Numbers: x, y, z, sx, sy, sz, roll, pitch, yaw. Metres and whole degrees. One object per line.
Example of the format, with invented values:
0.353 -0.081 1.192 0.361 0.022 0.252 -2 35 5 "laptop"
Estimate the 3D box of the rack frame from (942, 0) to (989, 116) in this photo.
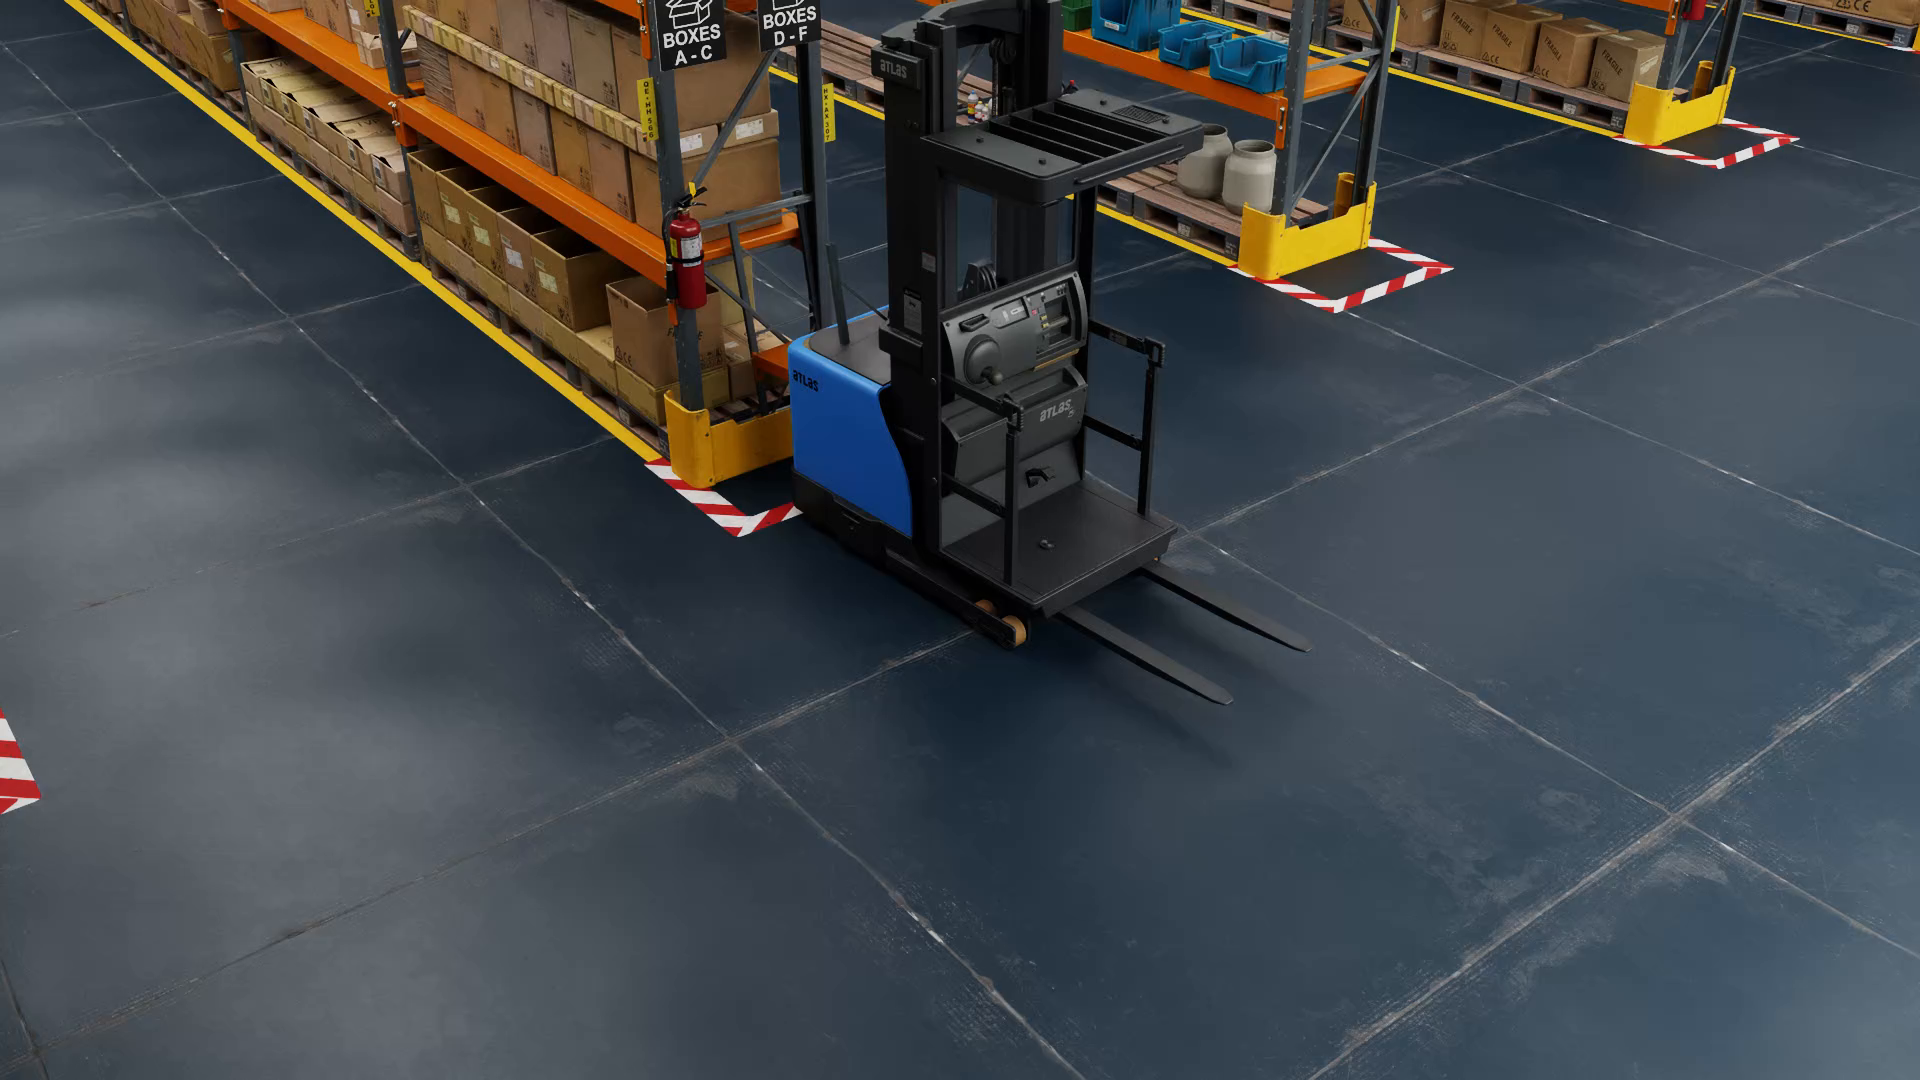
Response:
0.267 -5.099 14.617 1.000 3.000 0.127 -22 38 -31 "rack frame"

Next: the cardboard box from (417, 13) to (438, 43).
-3.482 -3.537 11.392 0.380 0.149 0.250 -22 38 -31 "cardboard box"

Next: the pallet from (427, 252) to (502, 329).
-3.193 -1.968 12.219 1.003 0.211 1.213 -22 38 -31 "pallet"

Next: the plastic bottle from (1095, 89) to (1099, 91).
1.206 -3.771 14.572 0.144 0.351 0.185 -23 38 -32 "plastic bottle"

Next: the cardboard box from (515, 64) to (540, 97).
-2.533 -2.892 10.354 0.380 0.149 0.250 -23 38 -32 "cardboard box"

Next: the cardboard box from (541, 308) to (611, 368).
-2.381 -1.381 10.839 0.500 0.250 0.500 -22 38 -31 "cardboard box"

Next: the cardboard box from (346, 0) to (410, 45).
-4.429 -4.085 12.890 0.500 0.500 0.500 -19 37 -28 "cardboard box"

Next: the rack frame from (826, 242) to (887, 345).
-0.413 -0.956 9.075 0.500 1.500 0.032 -25 33 -30 "rack frame"

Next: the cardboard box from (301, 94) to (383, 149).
-5.056 -3.457 13.649 0.500 0.311 0.500 -23 38 -32 "cardboard box"

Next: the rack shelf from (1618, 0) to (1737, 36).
5.406 -5.562 16.044 1.077 0.370 4.000 -22 38 -31 "rack shelf"

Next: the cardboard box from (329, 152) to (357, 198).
-4.754 -3.012 13.464 0.500 0.250 0.500 -21 38 -30 "cardboard box"

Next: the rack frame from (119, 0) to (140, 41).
-8.553 -6.832 17.407 1.000 3.000 0.127 -22 38 -31 "rack frame"

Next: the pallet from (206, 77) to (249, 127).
-6.529 -4.304 15.979 1.003 0.211 1.213 -22 38 -31 "pallet"

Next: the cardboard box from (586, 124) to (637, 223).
-1.797 -2.289 9.998 0.700 0.500 0.500 -21 38 -30 "cardboard box"

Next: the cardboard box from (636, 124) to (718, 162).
-1.580 -2.246 9.314 0.380 0.149 0.250 -23 39 -32 "cardboard box"

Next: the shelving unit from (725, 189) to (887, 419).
-0.731 -1.116 9.451 0.587 1.500 1.083 -25 33 -30 "shelving unit"

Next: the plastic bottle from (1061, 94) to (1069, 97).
0.906 -3.815 14.714 0.152 0.276 0.135 -22 38 -31 "plastic bottle"

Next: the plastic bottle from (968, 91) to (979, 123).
0.116 -3.852 14.778 0.097 0.271 0.097 0 32 0 "plastic bottle"

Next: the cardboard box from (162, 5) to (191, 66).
-7.503 -5.036 16.468 0.500 0.500 0.500 -24 39 -33 "cardboard box"

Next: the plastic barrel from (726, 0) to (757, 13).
-2.499 -6.221 18.082 0.600 0.830 0.708 -22 38 -31 "plastic barrel"

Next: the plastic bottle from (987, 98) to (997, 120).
0.336 -3.728 14.574 0.152 0.276 0.135 -21 37 -30 "plastic bottle"

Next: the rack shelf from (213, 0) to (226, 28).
-7.327 -5.693 16.255 1.077 0.370 4.000 -22 38 -31 "rack shelf"

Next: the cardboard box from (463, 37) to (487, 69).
-3.009 -3.216 10.875 0.380 0.149 0.250 -24 39 -33 "cardboard box"

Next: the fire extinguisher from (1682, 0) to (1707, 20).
6.339 -4.805 14.216 0.296 0.674 0.183 -22 38 -31 "fire extinguisher"

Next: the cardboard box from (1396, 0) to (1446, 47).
4.751 -5.402 17.076 0.500 0.500 0.500 -11 33 -16 "cardboard box"

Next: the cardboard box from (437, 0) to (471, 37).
-3.060 -3.698 11.037 0.700 0.500 0.500 -22 38 -32 "cardboard box"

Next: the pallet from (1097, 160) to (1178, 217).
1.399 -3.112 14.061 1.003 0.211 1.213 -22 38 -31 "pallet"

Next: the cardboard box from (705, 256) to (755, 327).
-1.656 -1.663 10.582 0.500 0.500 0.500 -22 38 -31 "cardboard box"

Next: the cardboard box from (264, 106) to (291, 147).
-5.702 -3.653 14.496 0.500 0.250 0.500 -23 39 -33 "cardboard box"

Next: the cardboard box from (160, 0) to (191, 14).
-7.528 -5.369 16.294 0.500 0.250 0.500 -23 39 -32 "cardboard box"

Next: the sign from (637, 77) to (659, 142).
-1.632 -2.254 8.713 0.100 0.325 0.005 -22 38 -31 "sign"

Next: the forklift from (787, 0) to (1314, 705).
0.426 -1.004 8.089 1.130 2.935 3.031 -26 40 -35 "forklift"

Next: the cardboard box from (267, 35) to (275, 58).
-6.479 -4.788 16.069 0.500 0.500 0.500 -24 39 -33 "cardboard box"

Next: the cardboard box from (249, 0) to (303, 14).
-5.705 -4.692 14.045 0.500 0.311 0.500 -23 38 -32 "cardboard box"

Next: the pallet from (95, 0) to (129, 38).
-8.974 -5.934 18.604 1.003 0.211 1.213 -22 38 -31 "pallet"

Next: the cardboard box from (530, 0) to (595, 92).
-2.140 -3.072 10.029 0.700 0.500 0.500 -22 38 -31 "cardboard box"

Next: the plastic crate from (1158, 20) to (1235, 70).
1.783 -3.753 12.590 0.499 0.251 0.408 -22 38 -31 "plastic crate"

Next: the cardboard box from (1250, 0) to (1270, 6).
3.543 -6.294 18.493 0.700 0.500 0.500 -23 38 -32 "cardboard box"

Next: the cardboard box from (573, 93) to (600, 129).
-2.051 -2.567 9.831 0.380 0.149 0.250 -22 38 -31 "cardboard box"

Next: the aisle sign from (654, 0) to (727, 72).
-1.387 -2.813 8.472 0.394 0.787 0.004 -22 38 -31 "aisle sign"

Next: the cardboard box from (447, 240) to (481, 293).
-3.300 -2.007 11.846 0.500 0.250 0.500 -22 38 -31 "cardboard box"

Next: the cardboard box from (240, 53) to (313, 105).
-6.011 -4.100 14.685 0.500 0.311 0.500 -21 37 -30 "cardboard box"

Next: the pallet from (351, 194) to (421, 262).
-4.130 -2.608 13.249 1.003 0.211 1.213 -22 38 -31 "pallet"

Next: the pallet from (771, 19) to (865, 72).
-1.741 -5.246 17.496 1.003 0.211 1.213 -22 38 -31 "pallet"

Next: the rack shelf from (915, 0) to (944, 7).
-0.959 -5.627 16.148 1.077 0.370 4.000 -22 38 -31 "rack shelf"

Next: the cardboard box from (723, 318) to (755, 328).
-1.657 -1.344 10.779 0.500 0.250 0.500 -22 38 -31 "cardboard box"

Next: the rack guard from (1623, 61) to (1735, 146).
6.586 -4.004 15.223 1.175 0.500 0.348 -22 38 -31 "rack guard"

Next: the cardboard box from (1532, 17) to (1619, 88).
5.869 -4.655 15.872 0.500 0.500 0.500 -12 34 -19 "cardboard box"

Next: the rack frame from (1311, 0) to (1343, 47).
4.180 -6.701 17.197 1.000 3.000 0.127 -22 38 -31 "rack frame"

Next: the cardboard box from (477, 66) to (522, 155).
-2.738 -2.929 11.029 0.700 0.500 0.500 -22 38 -31 "cardboard box"

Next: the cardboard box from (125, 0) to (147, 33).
-8.449 -5.677 17.499 0.500 0.500 0.500 -24 39 -33 "cardboard box"

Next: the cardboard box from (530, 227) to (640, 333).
-2.384 -1.699 10.640 0.500 0.500 0.500 -22 38 -31 "cardboard box"

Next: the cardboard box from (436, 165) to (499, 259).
-3.298 -2.326 11.650 0.500 0.500 0.500 -22 38 -31 "cardboard box"

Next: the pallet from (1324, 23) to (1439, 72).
4.620 -5.248 17.500 1.003 0.211 1.213 -22 38 -31 "pallet"

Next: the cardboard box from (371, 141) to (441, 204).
-4.123 -2.822 12.628 0.500 0.311 0.500 -22 38 -31 "cardboard box"

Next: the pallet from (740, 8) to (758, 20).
-2.702 -5.896 18.544 1.003 0.211 1.213 -22 38 -31 "pallet"

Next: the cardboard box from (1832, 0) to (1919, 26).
10.145 -6.134 17.899 0.875 0.875 0.875 -22 38 -31 "cardboard box"
